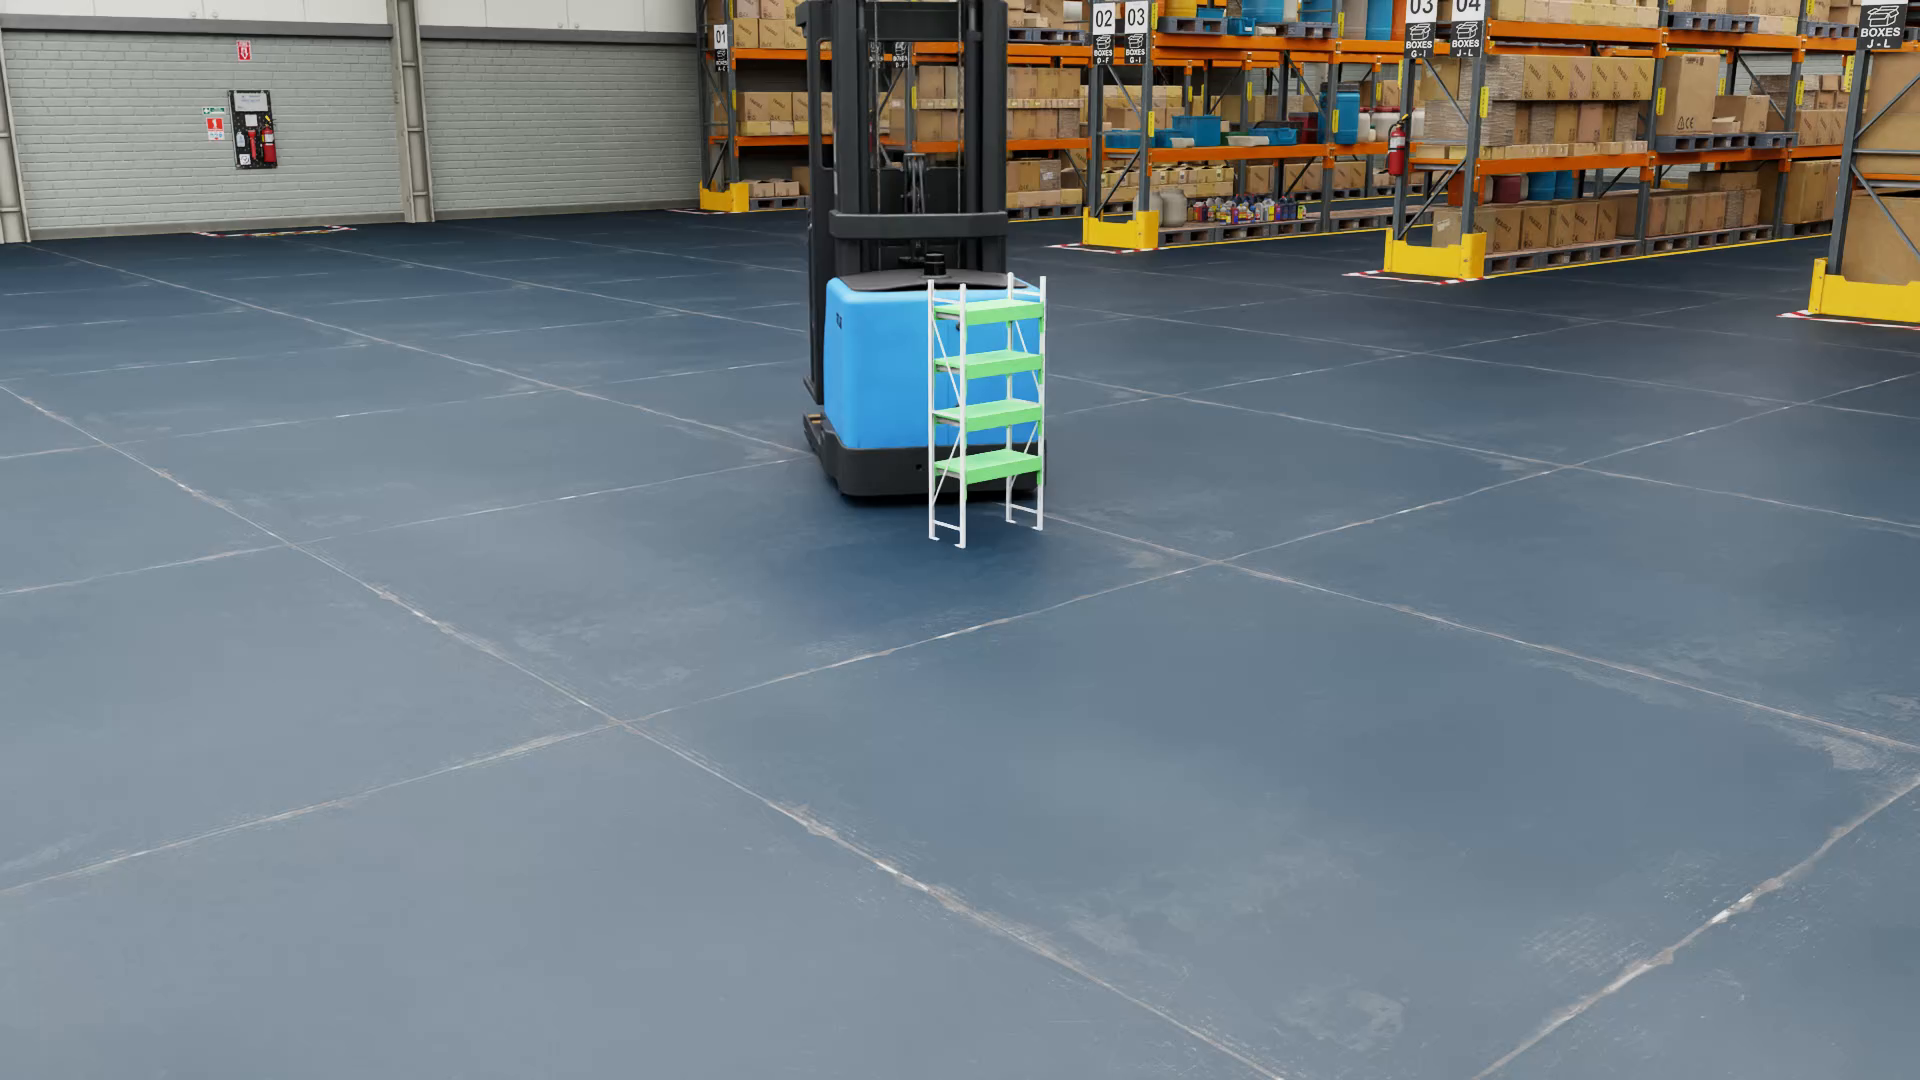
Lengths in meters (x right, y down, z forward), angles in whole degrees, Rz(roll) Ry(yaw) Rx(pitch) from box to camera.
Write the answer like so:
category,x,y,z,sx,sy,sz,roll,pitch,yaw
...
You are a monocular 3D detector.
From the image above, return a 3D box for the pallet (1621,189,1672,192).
category,x,y,z,sx,sy,sz,roll,pitch,yaw
pallet,13.601,-6.720,32.500,1.213,0.211,1.003,-13,19,-39

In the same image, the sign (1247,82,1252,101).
category,x,y,z,sx,sy,sz,roll,pitch,yaw
sign,5.332,-8.261,30.622,0.005,0.325,0.100,-13,19,-39

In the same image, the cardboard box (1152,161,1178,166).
category,x,y,z,sx,sy,sz,roll,pitch,yaw
cardboard box,4.323,-8.480,37.035,0.750,0.750,0.750,-12,19,-39

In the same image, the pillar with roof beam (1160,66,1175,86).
category,x,y,z,sx,sy,sz,roll,pitch,yaw
pillar with roof beam,7.514,-11.798,34.481,0.400,9.000,9.100,-13,19,-39

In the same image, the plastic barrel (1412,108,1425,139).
category,x,y,z,sx,sy,sz,roll,pitch,yaw
plastic barrel,7.260,-6.611,26.472,0.421,0.512,0.421,0,15,0

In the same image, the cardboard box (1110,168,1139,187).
category,x,y,z,sx,sy,sz,roll,pitch,yaw
cardboard box,2.804,-6.382,29.260,0.500,0.311,0.500,-13,20,-40

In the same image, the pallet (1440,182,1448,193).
category,x,y,z,sx,sy,sz,roll,pitch,yaw
pallet,10.342,-7.669,36.053,1.213,0.211,1.003,-13,19,-39

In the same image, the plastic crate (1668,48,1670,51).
category,x,y,z,sx,sy,sz,roll,pitch,yaw
plastic crate,13.775,-9.575,32.224,0.590,0.269,0.497,-13,19,-39

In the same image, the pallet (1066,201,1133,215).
category,x,y,z,sx,sy,sz,roll,pitch,yaw
pallet,2.478,-5.917,29.493,1.213,0.211,1.003,-13,19,-39

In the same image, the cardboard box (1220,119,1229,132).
category,x,y,z,sx,sy,sz,roll,pitch,yaw
cardboard box,4.662,-7.713,30.987,0.500,0.311,0.500,-11,19,-36

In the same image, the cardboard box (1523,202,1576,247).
category,x,y,z,sx,sy,sz,roll,pitch,yaw
cardboard box,7.276,-3.919,20.639,0.500,0.500,0.500,14,20,42

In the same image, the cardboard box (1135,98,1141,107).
category,x,y,z,sx,sy,sz,roll,pitch,yaw
cardboard box,3.782,-9.353,36.145,0.500,0.500,0.500,-13,19,-39

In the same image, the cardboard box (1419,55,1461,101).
category,x,y,z,sx,sy,sz,roll,pitch,yaw
cardboard box,5.683,-5.341,19.226,0.500,0.500,0.500,-13,19,-39

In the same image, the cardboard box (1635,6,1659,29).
category,x,y,z,sx,sy,sz,roll,pitch,yaw
cardboard box,8.275,-6.451,20.568,0.500,0.250,0.500,-12,19,-37

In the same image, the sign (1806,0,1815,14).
category,x,y,z,sx,sy,sz,roll,pitch,yaw
sign,11.820,-7.473,23.101,0.005,0.325,0.100,-13,19,-39

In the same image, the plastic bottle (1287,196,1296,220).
category,x,y,z,sx,sy,sz,roll,pitch,yaw
plastic bottle,4.899,-4.934,24.691,0.185,0.351,0.144,-13,20,-41

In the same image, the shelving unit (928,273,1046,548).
category,x,y,z,sx,sy,sz,roll,pitch,yaw
shelving unit,0.125,-0.608,7.700,0.503,1.200,0.258,-13,19,-39

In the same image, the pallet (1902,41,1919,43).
category,x,y,z,sx,sy,sz,roll,pitch,yaw
pallet,16.026,-8.306,27.394,1.213,0.211,1.003,-13,19,-39

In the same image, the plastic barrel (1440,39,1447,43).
category,x,y,z,sx,sy,sz,roll,pitch,yaw
plastic barrel,7.778,-8.355,27.186,0.421,0.512,0.421,0,15,0

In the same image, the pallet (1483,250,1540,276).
category,x,y,z,sx,sy,sz,roll,pitch,yaw
pallet,6.123,-3.321,19.775,1.213,0.211,1.003,-13,19,-39

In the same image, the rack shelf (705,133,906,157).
category,x,y,z,sx,sy,sz,roll,pitch,yaw
rack shelf,-2.816,-7.409,31.069,4.000,0.370,1.077,-13,19,-39

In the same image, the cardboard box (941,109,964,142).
category,x,y,z,sx,sy,sz,roll,pitch,yaw
cardboard box,-0.317,-6.669,26.711,0.500,0.500,0.700,-12,19,-38

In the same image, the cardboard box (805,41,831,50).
category,x,y,z,sx,sy,sz,roll,pitch,yaw
cardboard box,-2.701,-9.201,30.338,0.500,0.500,0.500,-11,19,-36

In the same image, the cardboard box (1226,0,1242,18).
category,x,y,z,sx,sy,sz,roll,pitch,yaw
cardboard box,5.298,-9.863,30.917,0.500,0.500,0.500,-13,19,-39

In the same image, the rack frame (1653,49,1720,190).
category,x,y,z,sx,sy,sz,roll,pitch,yaw
rack frame,14.249,-8.200,32.635,0.127,3.000,1.000,-13,19,-39

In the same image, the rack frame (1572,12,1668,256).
category,x,y,z,sx,sy,sz,roll,pitch,yaw
rack frame,8.447,-5.203,21.415,0.127,3.000,1.000,-13,19,-39

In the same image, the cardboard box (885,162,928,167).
category,x,y,z,sx,sy,sz,roll,pitch,yaw
cardboard box,-0.861,-5.840,26.861,0.500,0.500,0.500,-13,19,-39

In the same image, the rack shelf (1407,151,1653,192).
category,x,y,z,sx,sy,sz,roll,pitch,yaw
rack shelf,6.939,-4.516,20.239,4.000,0.370,1.077,-13,19,-39

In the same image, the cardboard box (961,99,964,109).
category,x,y,z,sx,sy,sz,roll,pitch,yaw
cardboard box,-0.054,-6.970,26.581,0.250,0.149,0.380,-13,20,-40

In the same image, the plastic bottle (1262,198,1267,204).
category,x,y,z,sx,sy,sz,roll,pitch,yaw
plastic bottle,4.668,-5.093,25.437,0.097,0.271,0.097,0,15,0

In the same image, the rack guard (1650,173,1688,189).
category,x,y,z,sx,sy,sz,roll,pitch,yaw
rack guard,14.258,-6.999,32.982,0.348,0.500,1.175,-13,19,-39

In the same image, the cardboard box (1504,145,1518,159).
category,x,y,z,sx,sy,sz,roll,pitch,yaw
cardboard box,6.201,-4.484,19.209,0.250,0.149,0.380,-13,19,-39

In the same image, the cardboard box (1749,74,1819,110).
category,x,y,z,sx,sy,sz,roll,pitch,yaw
cardboard box,12.027,-6.534,24.261,0.637,0.503,0.797,-12,19,-38

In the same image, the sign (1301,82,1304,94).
category,x,y,z,sx,sy,sz,roll,pitch,yaw
sign,8.091,-10.694,39.271,0.005,0.325,0.100,-13,19,-39

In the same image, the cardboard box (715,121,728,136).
category,x,y,z,sx,sy,sz,roll,pitch,yaw
cardboard box,-4.099,-7.472,30.163,0.500,0.250,0.500,-12,19,-39

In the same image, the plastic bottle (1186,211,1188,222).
category,x,y,z,sx,sy,sz,roll,pitch,yaw
plastic bottle,3.276,-4.746,24.276,0.097,0.201,0.097,0,15,0

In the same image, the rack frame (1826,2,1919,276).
category,x,y,z,sx,sy,sz,roll,pitch,yaw
rack frame,8.610,-3.542,15.199,0.127,3.000,1.000,-13,19,-39

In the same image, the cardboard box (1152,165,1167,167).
category,x,y,z,sx,sy,sz,roll,pitch,yaw
cardboard box,3.600,-6.747,30.623,0.500,0.311,0.500,-13,20,-41

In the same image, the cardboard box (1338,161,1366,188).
category,x,y,z,sx,sy,sz,roll,pitch,yaw
cardboard box,7.798,-7.353,33.455,0.500,0.500,0.500,-13,20,-40

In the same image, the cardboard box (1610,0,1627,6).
category,x,y,z,sx,sy,sz,roll,pitch,yaw
cardboard box,7.807,-6.522,20.060,0.250,0.149,0.380,-13,20,-41

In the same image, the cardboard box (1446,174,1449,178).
category,x,y,z,sx,sy,sz,roll,pitch,yaw
cardboard box,10.387,-7.817,35.841,0.250,0.166,0.380,-13,19,-39

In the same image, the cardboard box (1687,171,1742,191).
category,x,y,z,sx,sy,sz,roll,pitch,yaw
cardboard box,10.586,-5.036,23.330,0.500,0.250,0.500,-10,18,-33

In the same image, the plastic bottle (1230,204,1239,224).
category,x,y,z,sx,sy,sz,roll,pitch,yaw
plastic bottle,3.934,-4.671,23.834,0.133,0.283,0.061,-12,19,-38

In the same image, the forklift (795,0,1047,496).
category,x,y,z,sx,sy,sz,roll,pitch,yaw
forklift,-0.330,-1.968,9.438,1.130,2.935,3.031,-3,15,-10

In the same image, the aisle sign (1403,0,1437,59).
category,x,y,z,sx,sy,sz,roll,pitch,yaw
aisle sign,5.186,-5.829,18.722,0.004,0.787,0.394,-13,19,-39

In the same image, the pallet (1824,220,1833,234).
category,x,y,z,sx,sy,sz,roll,pitch,yaw
pallet,13.029,-4.857,25.526,1.213,0.211,1.003,-13,19,-39

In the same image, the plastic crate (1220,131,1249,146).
category,x,y,z,sx,sy,sz,roll,pitch,yaw
plastic crate,3.987,-5.889,24.397,0.662,0.188,0.450,-13,19,-39

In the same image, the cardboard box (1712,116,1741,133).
category,x,y,z,sx,sy,sz,roll,pitch,yaw
cardboard box,10.384,-5.683,22.660,0.258,0.266,0.396,-13,20,-41

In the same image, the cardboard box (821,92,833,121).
category,x,y,z,sx,sy,sz,roll,pitch,yaw
cardboard box,-2.612,-7.998,30.677,0.500,0.500,0.500,-12,19,-38

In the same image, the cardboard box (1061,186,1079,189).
category,x,y,z,sx,sy,sz,roll,pitch,yaw
cardboard box,2.070,-6.133,29.412,0.500,0.250,0.500,-13,20,-40

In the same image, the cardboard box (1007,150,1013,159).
category,x,y,z,sx,sy,sz,roll,pitch,yaw
cardboard box,0.730,-7.924,34.140,0.500,0.250,0.500,-12,19,-38

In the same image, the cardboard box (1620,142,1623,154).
category,x,y,z,sx,sy,sz,roll,pitch,yaw
cardboard box,8.055,-4.916,20.830,0.250,0.149,0.380,-13,19,-39
